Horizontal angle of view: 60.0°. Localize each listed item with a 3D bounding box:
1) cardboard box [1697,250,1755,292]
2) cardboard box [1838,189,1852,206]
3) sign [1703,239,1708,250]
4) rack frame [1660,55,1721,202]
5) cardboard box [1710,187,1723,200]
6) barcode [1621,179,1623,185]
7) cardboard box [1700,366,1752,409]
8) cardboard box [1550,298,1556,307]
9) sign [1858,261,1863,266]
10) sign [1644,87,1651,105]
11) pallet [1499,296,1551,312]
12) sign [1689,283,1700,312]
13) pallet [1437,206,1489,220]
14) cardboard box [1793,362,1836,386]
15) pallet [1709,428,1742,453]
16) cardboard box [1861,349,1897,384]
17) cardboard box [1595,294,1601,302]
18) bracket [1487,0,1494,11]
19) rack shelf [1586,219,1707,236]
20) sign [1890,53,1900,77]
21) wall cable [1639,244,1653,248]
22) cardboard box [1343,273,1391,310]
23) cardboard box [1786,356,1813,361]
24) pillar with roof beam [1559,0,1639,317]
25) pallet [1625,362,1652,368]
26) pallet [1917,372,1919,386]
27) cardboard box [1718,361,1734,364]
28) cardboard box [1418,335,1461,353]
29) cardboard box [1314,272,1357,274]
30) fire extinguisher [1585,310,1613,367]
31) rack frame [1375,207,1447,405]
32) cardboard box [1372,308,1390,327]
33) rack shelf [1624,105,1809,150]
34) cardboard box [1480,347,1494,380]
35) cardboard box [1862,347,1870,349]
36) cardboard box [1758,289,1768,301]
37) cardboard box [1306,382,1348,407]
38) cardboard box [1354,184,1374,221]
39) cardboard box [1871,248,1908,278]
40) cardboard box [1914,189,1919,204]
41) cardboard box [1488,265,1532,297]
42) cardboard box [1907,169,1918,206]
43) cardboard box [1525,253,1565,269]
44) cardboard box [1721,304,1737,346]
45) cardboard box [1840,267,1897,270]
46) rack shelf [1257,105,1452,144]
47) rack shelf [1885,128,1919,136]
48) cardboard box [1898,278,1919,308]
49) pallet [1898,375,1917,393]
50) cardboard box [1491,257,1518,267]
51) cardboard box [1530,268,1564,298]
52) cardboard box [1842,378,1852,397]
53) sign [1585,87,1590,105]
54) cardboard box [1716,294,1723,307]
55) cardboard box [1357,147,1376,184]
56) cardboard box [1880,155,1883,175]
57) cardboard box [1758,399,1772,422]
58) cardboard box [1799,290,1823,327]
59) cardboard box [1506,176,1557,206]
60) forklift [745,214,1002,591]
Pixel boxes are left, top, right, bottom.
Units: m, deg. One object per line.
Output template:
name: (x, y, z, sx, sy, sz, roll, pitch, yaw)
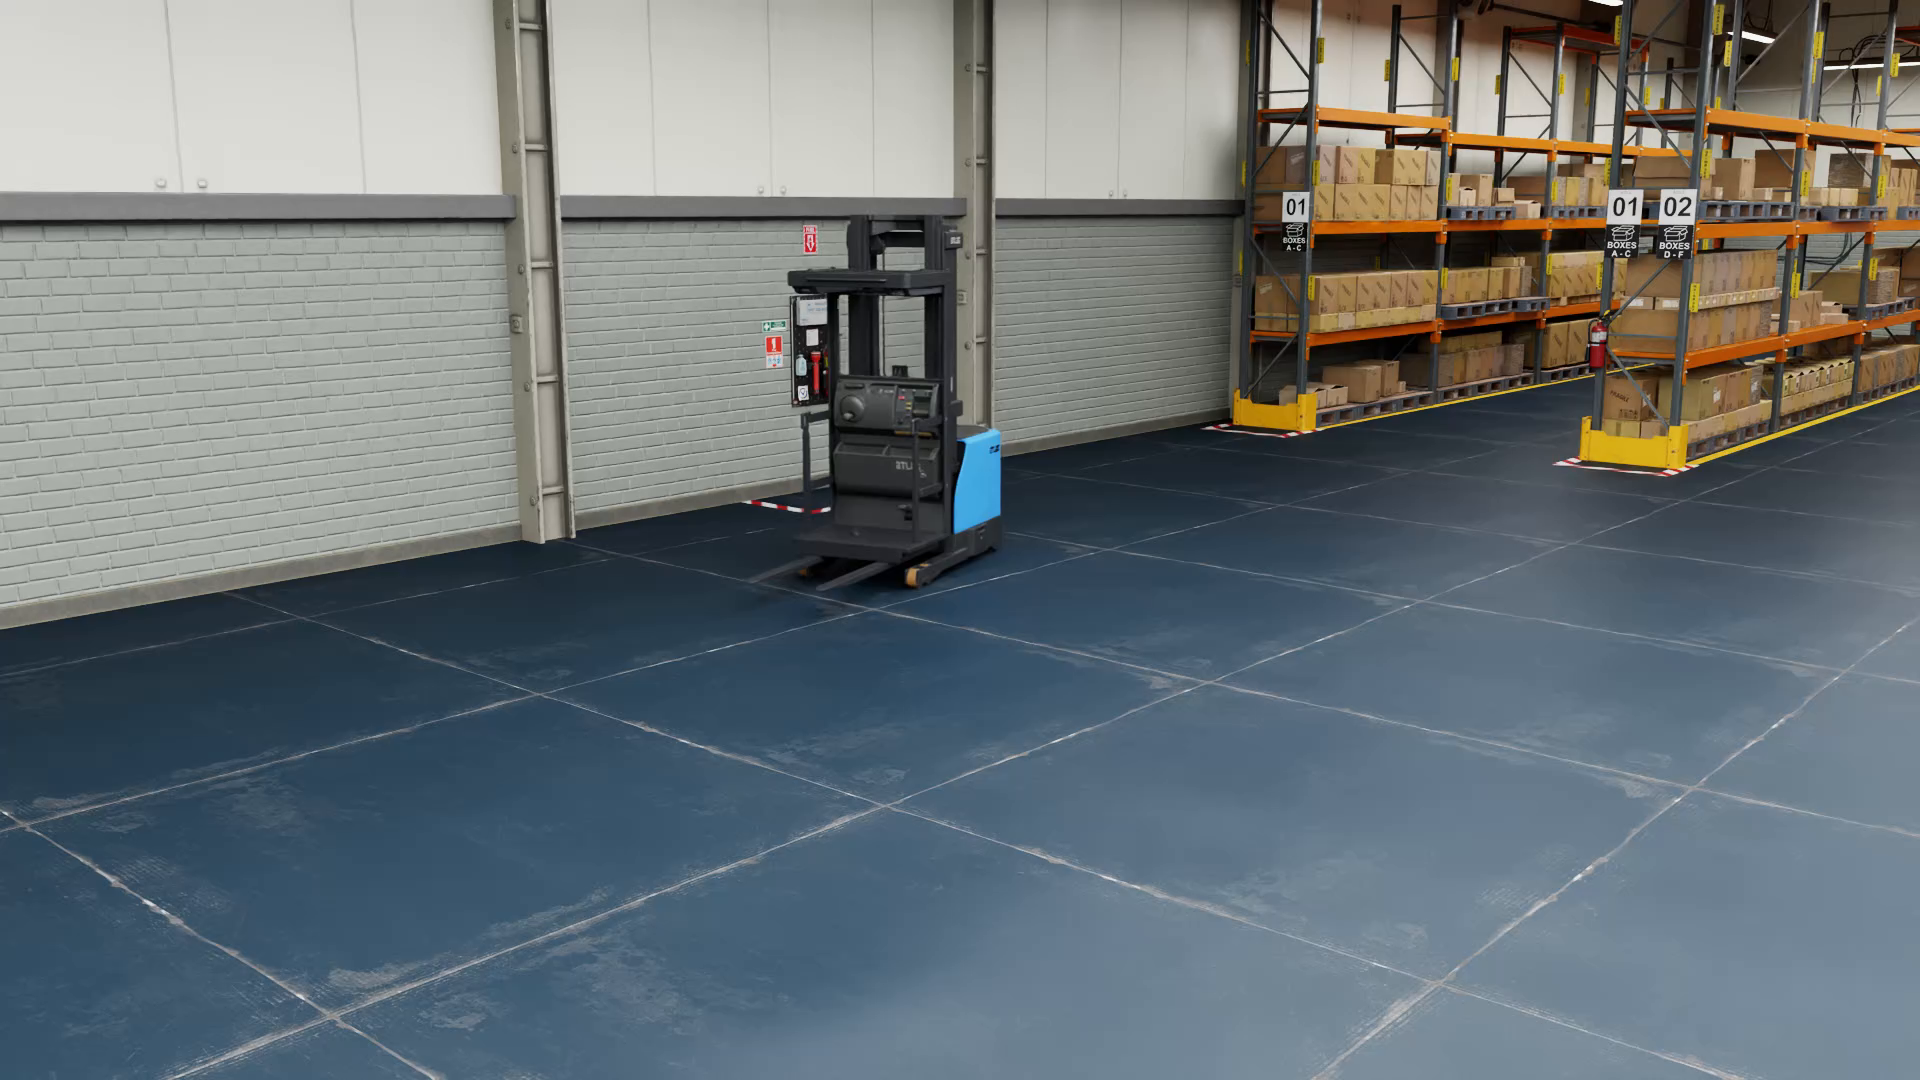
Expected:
cardboard box: (9.727, -3.457, 21.333, 0.700, 0.500, 0.500, 10, 15, 40)
cardboard box: (12.730, -5.024, 24.400, 0.500, 0.250, 0.500, 10, 15, 42)
sign: (15.275, -6.003, 34.087, 0.100, 0.325, 0.005, 10, 15, 40)
rack frame: (14.877, -8.333, 33.998, 1.000, 3.000, 0.127, 10, 15, 40)
cardboard box: (8.948, -4.170, 20.024, 0.380, 0.149, 0.250, 10, 15, 40)
barcode: (7.876, -4.260, 19.779, 0.001, 0.075, 0.075, 10, 15, 40)
cardboard box: (9.871, -1.969, 21.482, 0.500, 0.500, 0.500, 10, 15, 40)
cardboard box: (10.160, -4.156, 28.988, 0.380, 0.149, 0.250, 10, 15, 41)
sign: (15.547, -4.657, 28.696, 0.100, 0.325, 0.005, 10, 15, 40)
sign: (12.652, -8.173, 30.610, 0.100, 0.325, 0.005, 10, 15, 40)
pallet: (9.206, -4.002, 28.117, 1.213, 0.211, 1.003, 10, 15, 40)
sign: (8.452, -2.788, 19.139, 0.100, 0.325, 0.005, 10, 15, 40)
pallet: (7.443, -5.082, 25.856, 1.213, 0.211, 1.003, 10, 15, 40)
cardboard box: (12.485, -2.447, 24.359, 0.500, 0.311, 0.500, 10, 15, 40)
pallet: (9.318, -1.327, 21.354, 1.003, 0.211, 1.213, 10, 15, 40)
cardboard box: (14.852, -2.823, 26.984, 0.500, 0.500, 0.500, 9, 14, 38)
cardboard box: (11.531, -4.457, 30.497, 0.380, 0.149, 0.250, 10, 15, 40)
bracket: (8.629, -8.857, 27.431, 0.235, 0.232, 0.430, 10, 15, 40)
rack shelf: (13.557, -6.215, 32.889, 1.077, 0.370, 4.000, 10, 15, 40)
sign: (13.739, -6.981, 24.437, 0.100, 0.325, 0.005, 10, 15, 40)
wall cable: (15.012, -6.200, 36.041, 0.084, 1.984, 1.851, 10, 15, 40)
cardboard box: (5.867, -3.597, 24.018, 0.500, 0.500, 0.500, 10, 15, 42)
cardboard box: (12.753, -2.668, 25.466, 0.500, 0.311, 0.500, 10, 15, 42)
pillar with roof beam: (15.283, -7.403, 29.340, 9.100, 9.000, 0.548, 10, 15, 40)
pallet: (12.797, -3.537, 32.421, 1.003, 0.211, 1.213, 10, 15, 40)
pallet: (16.414, -2.896, 29.213, 1.003, 0.211, 1.213, 10, 15, 40)
cardboard box: (10.138, -2.184, 22.558, 0.500, 0.500, 0.500, 10, 15, 40)
cardboard box: (7.717, -3.159, 26.754, 0.500, 0.250, 0.500, 9, 15, 39)
cardboard box: (5.477, -3.662, 24.343, 0.500, 0.500, 0.500, 10, 15, 41)
fire extinguisher: (7.612, -2.402, 19.817, 0.296, 0.674, 0.183, 10, 15, 40)
rack frame: (6.956, -3.626, 25.746, 1.000, 3.000, 0.127, 10, 15, 40)
cardboard box: (5.884, -3.231, 24.100, 0.500, 0.250, 0.500, 10, 15, 41)
rack shelf: (9.359, -5.085, 20.591, 1.077, 0.370, 4.000, 10, 15, 40)
cardboard box: (8.426, -2.954, 27.642, 0.700, 0.500, 0.500, 10, 15, 40)
cardboard box: (14.778, -2.961, 27.675, 0.500, 0.500, 0.500, 10, 15, 41)
cardboard box: (10.325, -3.211, 21.754, 0.380, 0.149, 0.250, 9, 15, 39)
cardboard box: (5.216, -2.109, 23.891, 0.500, 0.311, 0.500, -11, 15, -43)
cardboard box: (5.445, -4.735, 23.336, 0.500, 0.500, 0.500, 11, 16, 43)
cardboard box: (16.099, -4.810, 28.867, 0.500, 0.500, 0.500, 10, 15, 41)
cardboard box: (16.468, -5.845, 28.304, 0.500, 0.250, 0.500, 10, 15, 40)
cardboard box: (9.293, -4.409, 28.287, 0.700, 0.500, 0.500, 8, 14, 34)
cardboard box: (15.572, -5.873, 27.757, 0.600, 0.600, 0.600, 8, 14, 35)
cardboard box: (10.108, -4.825, 28.767, 0.500, 0.250, 0.500, 10, 15, 42)
cardboard box: (9.376, -2.742, 21.063, 0.700, 0.500, 0.500, 10, 15, 42)
cardboard box: (15.073, -4.268, 27.632, 0.500, 0.500, 0.700, -9, 15, -39)
rack shelf: (5.635, -5.919, 23.756, 1.077, 0.370, 4.000, 10, 15, 40)
rack shelf: (17.280, -7.045, 29.391, 1.077, 0.370, 4.000, 10, 15, 40)
cardboard box: (16.501, -4.252, 28.624, 0.500, 0.500, 0.500, 10, 15, 42)
pallet: (15.451, -2.671, 28.085, 1.003, 0.211, 1.213, 10, 15, 40)
cardboard box: (9.190, -4.693, 28.056, 0.380, 0.149, 0.250, 7, 13, 31)
cardboard box: (10.109, -4.458, 28.844, 0.500, 0.500, 0.500, 10, 15, 42)
cardboard box: (13.155, -2.323, 25.171, 0.500, 0.250, 0.500, 10, 15, 42)
sign: (11.836, -8.356, 31.322, 0.100, 0.325, 0.005, 10, 15, 40)
cardboard box: (9.140, -2.947, 20.433, 0.380, 0.149, 0.250, 9, 14, 38)
cardboard box: (5.451, -5.227, 23.244, 0.500, 0.500, 0.500, 10, 15, 42)
cardboard box: (13.949, -5.723, 25.780, 0.500, 0.500, 0.500, 10, 15, 40)
cardboard box: (10.537, -1.747, 22.287, 0.500, 0.250, 0.500, 10, 15, 40)
cardboard box: (12.224, -3.375, 24.232, 0.500, 0.500, 0.500, 9, 14, 37)
cardboard box: (9.867, -6.028, 28.733, 0.700, 0.500, 0.500, 8, 14, 36)
forklift: (-0.693, -1.145, 13.498, 1.130, 2.935, 3.031, 5, 12, 24)
